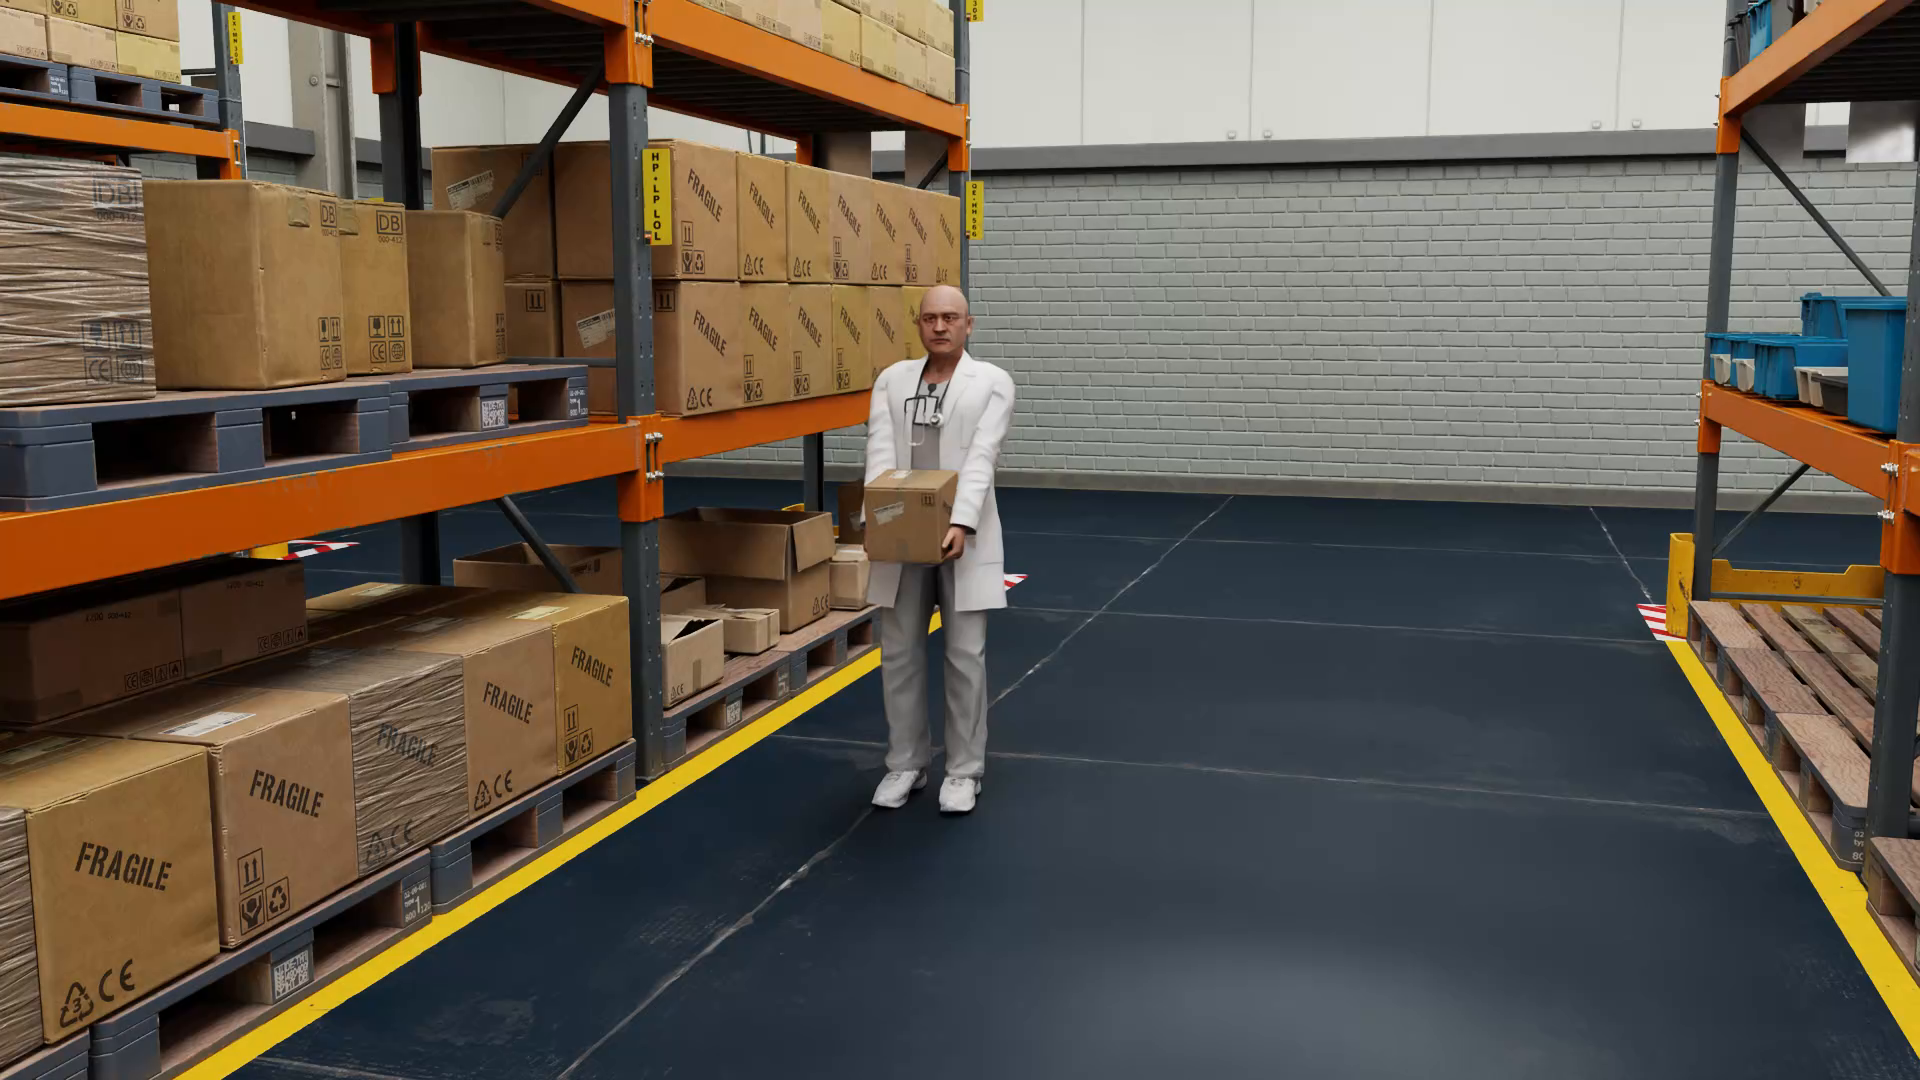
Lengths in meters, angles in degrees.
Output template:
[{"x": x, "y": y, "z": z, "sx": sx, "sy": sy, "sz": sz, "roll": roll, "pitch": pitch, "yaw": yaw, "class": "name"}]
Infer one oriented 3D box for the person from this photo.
[{"x": -0.098, "y": 0.033, "z": 5.664, "sx": 0.523, "sy": 1.780, "sz": 0.558, "roll": 2, "pitch": 8, "yaw": 15, "class": "person"}]
